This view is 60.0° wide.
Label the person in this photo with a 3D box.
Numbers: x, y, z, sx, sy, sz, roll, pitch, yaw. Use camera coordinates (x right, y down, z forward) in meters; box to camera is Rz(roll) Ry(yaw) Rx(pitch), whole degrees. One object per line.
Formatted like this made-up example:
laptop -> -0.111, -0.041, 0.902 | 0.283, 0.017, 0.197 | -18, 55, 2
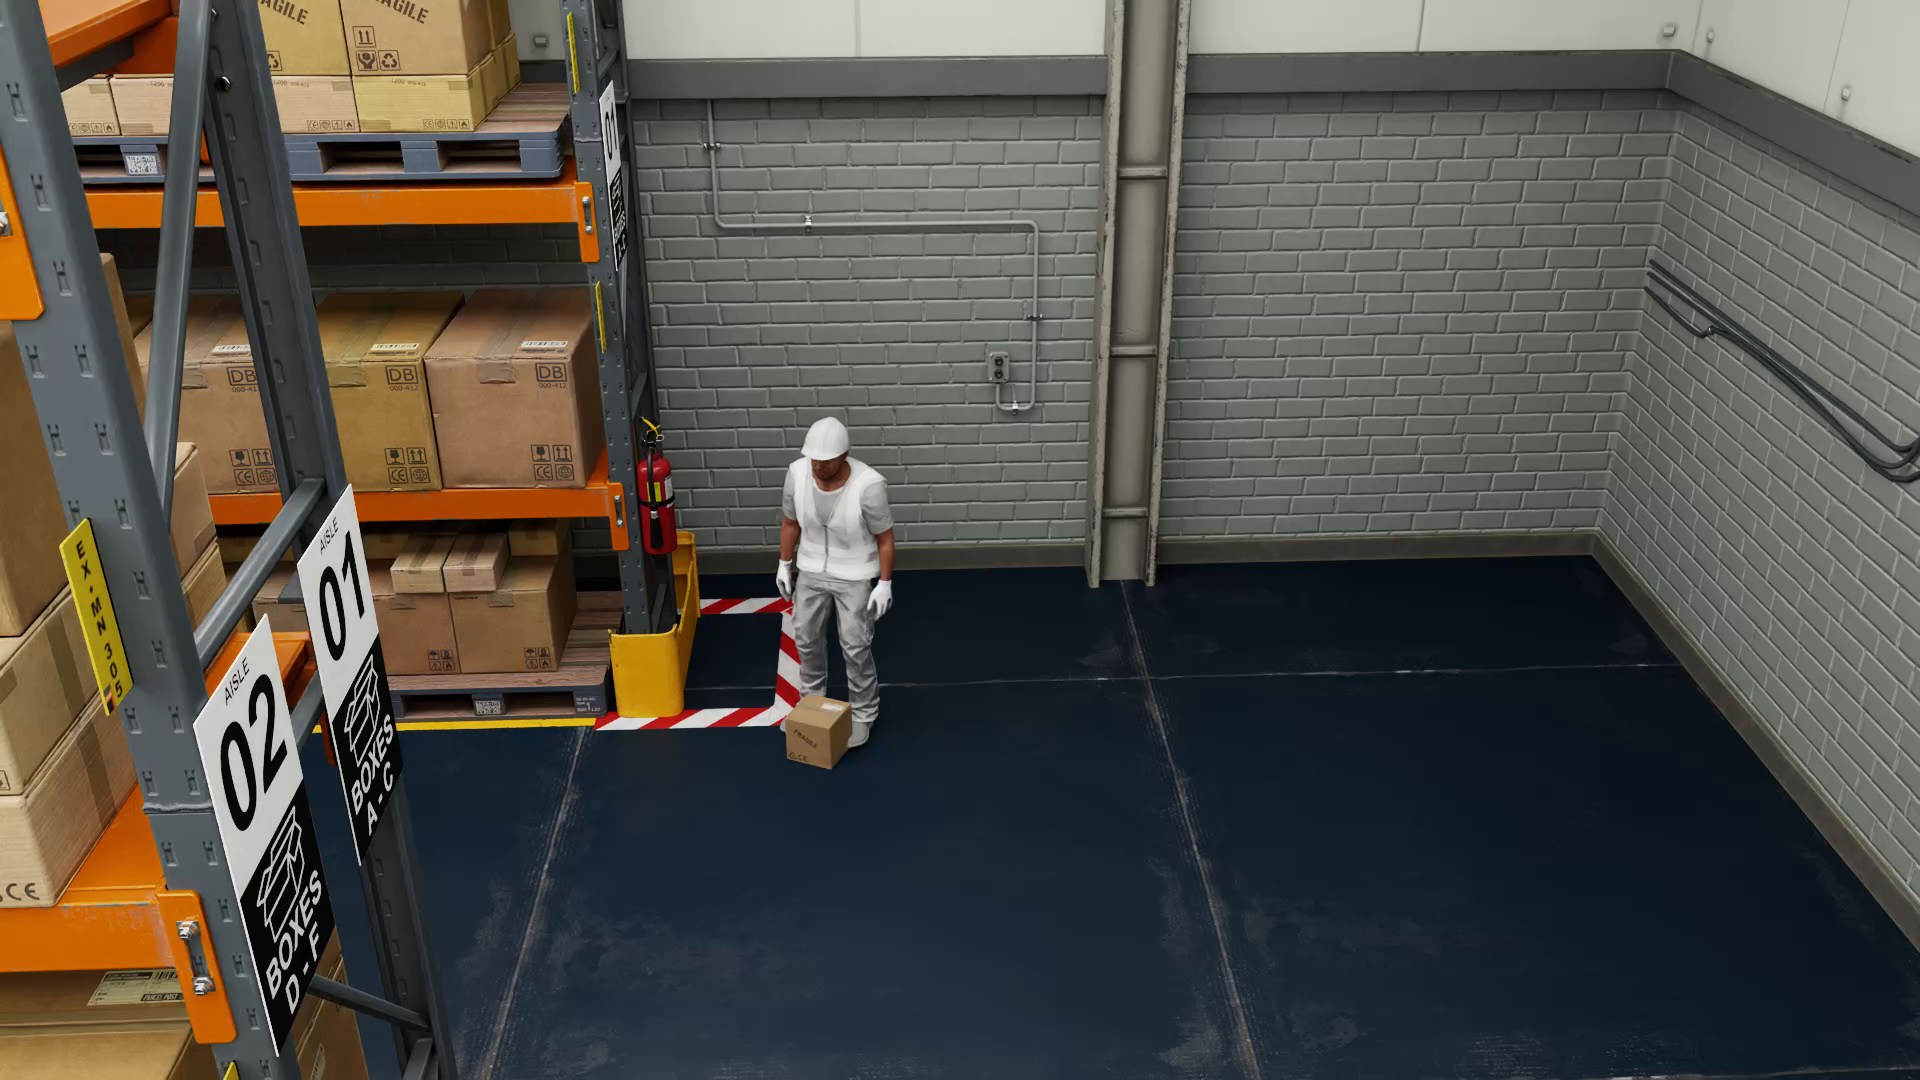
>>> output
person -> -0.624, 0.191, 8.239 | 0.616, 1.772, 0.452 | 10, 29, 19
